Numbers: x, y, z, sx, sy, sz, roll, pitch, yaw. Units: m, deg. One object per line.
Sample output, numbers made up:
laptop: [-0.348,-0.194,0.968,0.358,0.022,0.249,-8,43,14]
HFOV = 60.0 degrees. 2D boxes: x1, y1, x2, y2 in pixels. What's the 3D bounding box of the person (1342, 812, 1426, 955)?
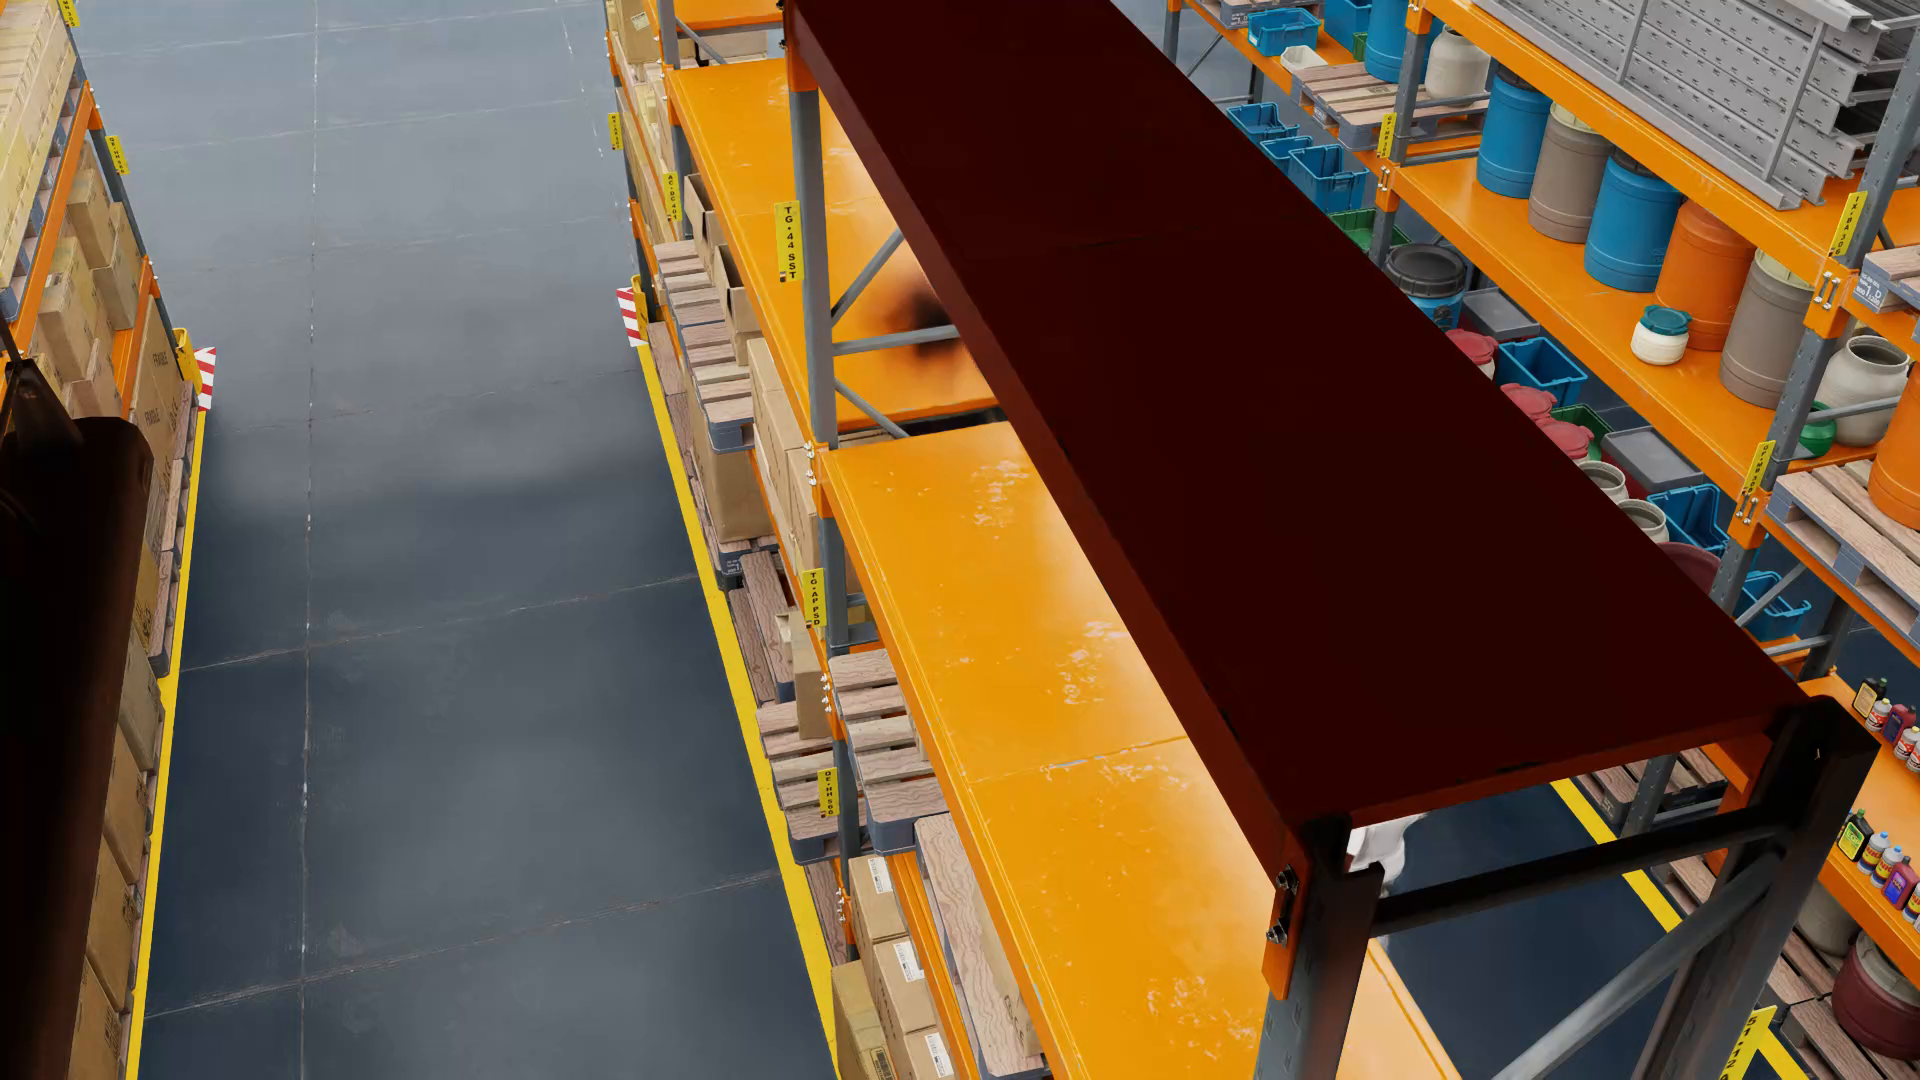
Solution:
person: [2.191,1.796,9.174,0.721,1.821,0.729,-13,40,-16]
